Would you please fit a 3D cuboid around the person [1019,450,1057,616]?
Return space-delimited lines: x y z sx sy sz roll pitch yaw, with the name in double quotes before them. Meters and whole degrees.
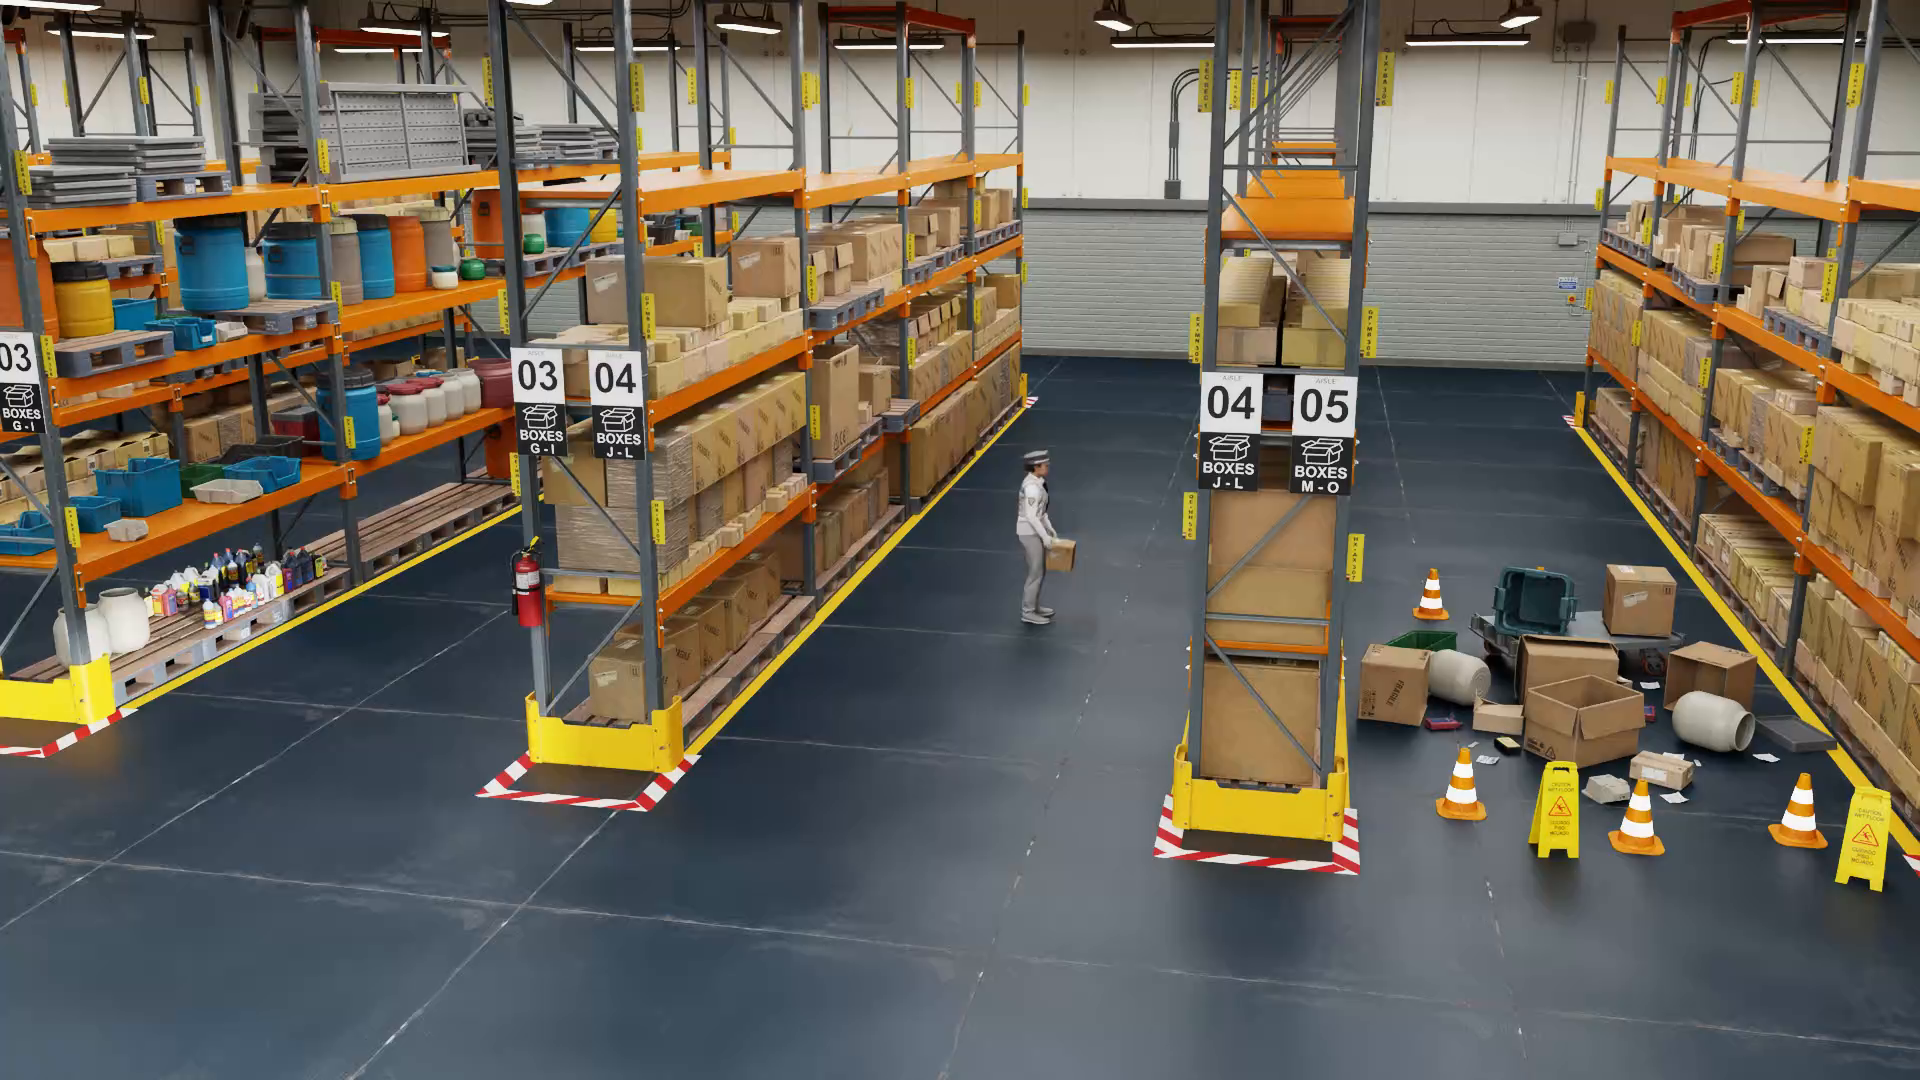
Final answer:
"person" 0.753 -0.077 16.145 0.343 1.616 0.428 3 15 10
